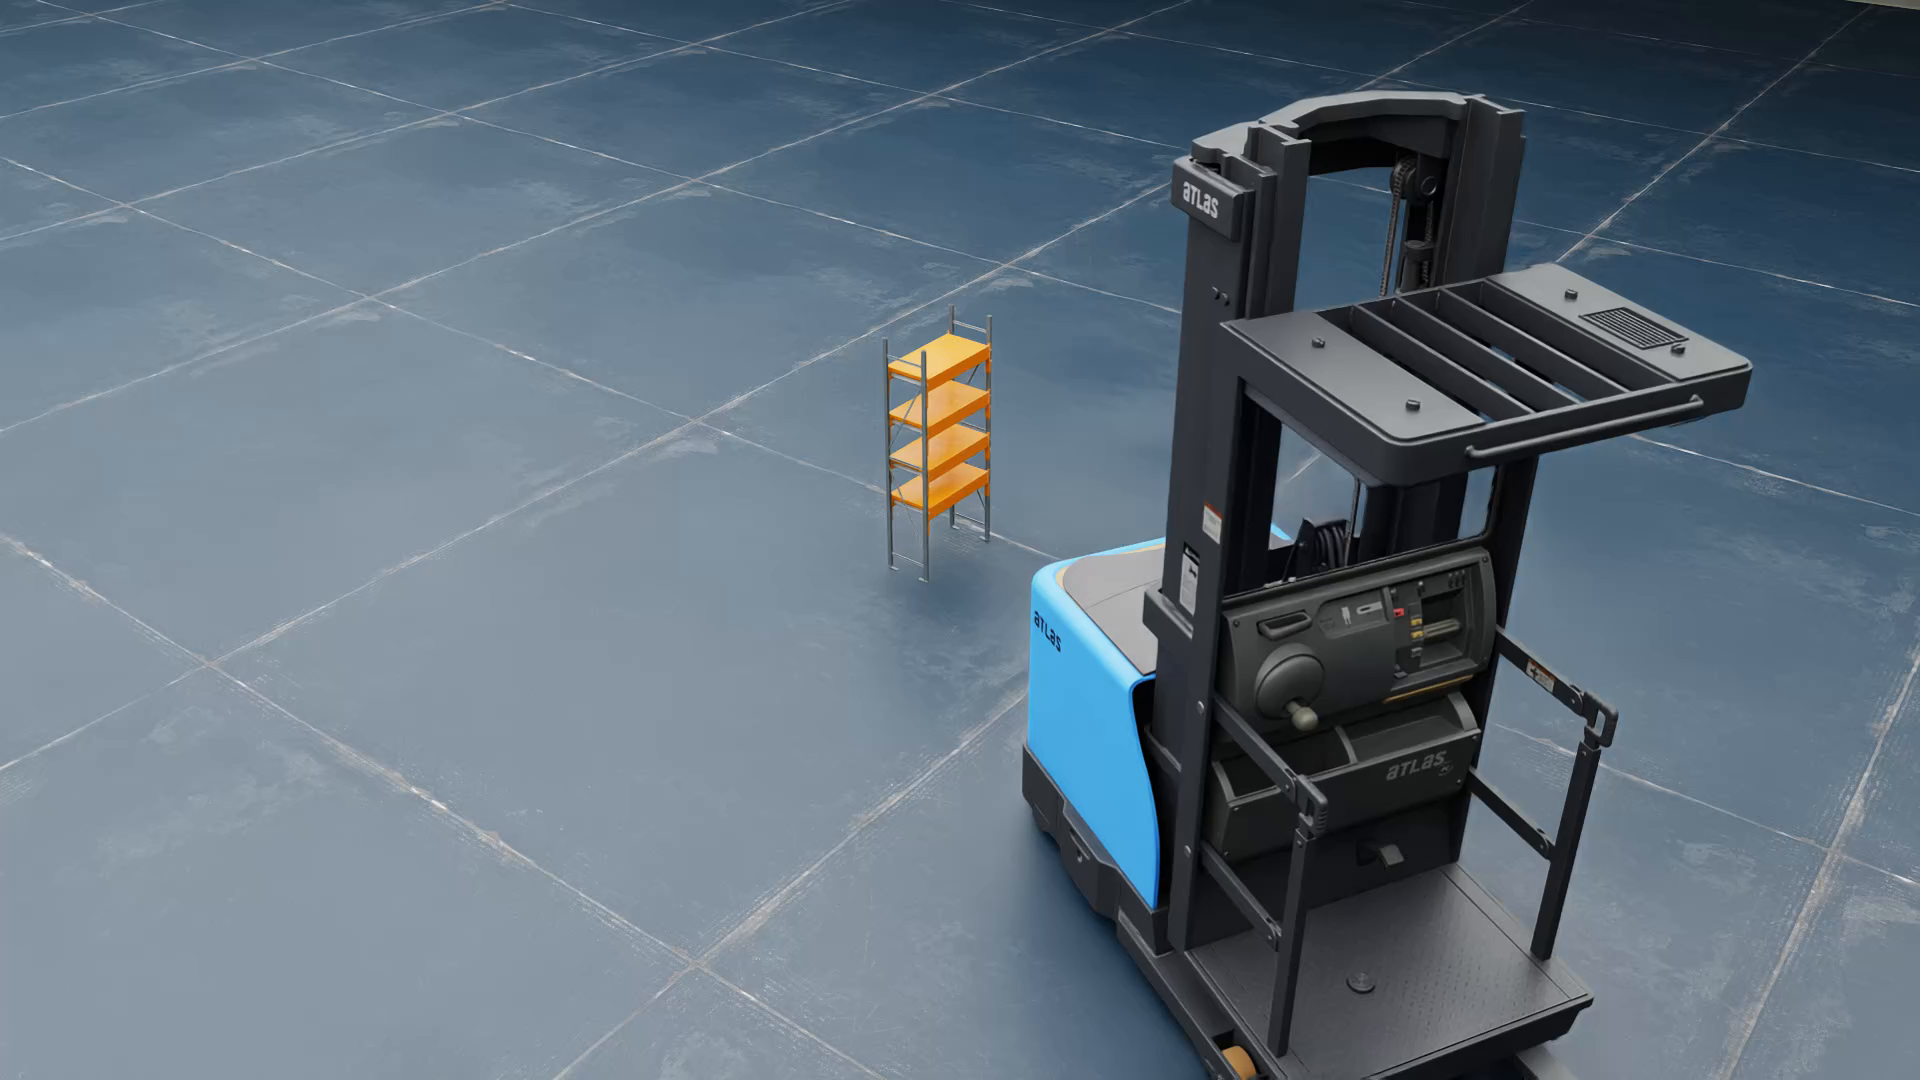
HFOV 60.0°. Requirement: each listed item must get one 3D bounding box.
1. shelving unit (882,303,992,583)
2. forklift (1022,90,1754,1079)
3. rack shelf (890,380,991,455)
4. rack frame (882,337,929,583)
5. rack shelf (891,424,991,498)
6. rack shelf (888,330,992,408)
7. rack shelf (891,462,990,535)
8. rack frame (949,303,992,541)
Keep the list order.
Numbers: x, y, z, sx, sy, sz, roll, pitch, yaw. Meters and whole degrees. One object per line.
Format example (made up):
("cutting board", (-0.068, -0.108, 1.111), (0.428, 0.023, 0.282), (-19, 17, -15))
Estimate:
("shelving unit", (-0.100, -0.449, 7.831), (0.258, 1.200, 0.503), (21, 37, 31))
("forklift", (1.292, 0.350, 4.785), (1.130, 2.935, 3.031), (-13, 33, -20))
("rack shelf", (-0.100, -0.583, 7.751), (0.258, 0.148, 0.480), (21, 37, 31))
("rack frame", (-0.247, -0.350, 7.663), (0.240, 1.200, 0.015), (21, 37, 31))
("rack shelf", (-0.100, -0.391, 7.865), (0.258, 0.148, 0.480), (21, 37, 31))
("rack shelf", (-0.100, -0.787, 7.630), (0.258, 0.148, 0.480), (21, 37, 31))
("rack shelf", (-0.100, -0.220, 7.966), (0.258, 0.148, 0.480), (21, 37, 31))
("rack frame", (0.047, -0.548, 7.998), (0.240, 1.200, 0.015), (21, 37, 31))
